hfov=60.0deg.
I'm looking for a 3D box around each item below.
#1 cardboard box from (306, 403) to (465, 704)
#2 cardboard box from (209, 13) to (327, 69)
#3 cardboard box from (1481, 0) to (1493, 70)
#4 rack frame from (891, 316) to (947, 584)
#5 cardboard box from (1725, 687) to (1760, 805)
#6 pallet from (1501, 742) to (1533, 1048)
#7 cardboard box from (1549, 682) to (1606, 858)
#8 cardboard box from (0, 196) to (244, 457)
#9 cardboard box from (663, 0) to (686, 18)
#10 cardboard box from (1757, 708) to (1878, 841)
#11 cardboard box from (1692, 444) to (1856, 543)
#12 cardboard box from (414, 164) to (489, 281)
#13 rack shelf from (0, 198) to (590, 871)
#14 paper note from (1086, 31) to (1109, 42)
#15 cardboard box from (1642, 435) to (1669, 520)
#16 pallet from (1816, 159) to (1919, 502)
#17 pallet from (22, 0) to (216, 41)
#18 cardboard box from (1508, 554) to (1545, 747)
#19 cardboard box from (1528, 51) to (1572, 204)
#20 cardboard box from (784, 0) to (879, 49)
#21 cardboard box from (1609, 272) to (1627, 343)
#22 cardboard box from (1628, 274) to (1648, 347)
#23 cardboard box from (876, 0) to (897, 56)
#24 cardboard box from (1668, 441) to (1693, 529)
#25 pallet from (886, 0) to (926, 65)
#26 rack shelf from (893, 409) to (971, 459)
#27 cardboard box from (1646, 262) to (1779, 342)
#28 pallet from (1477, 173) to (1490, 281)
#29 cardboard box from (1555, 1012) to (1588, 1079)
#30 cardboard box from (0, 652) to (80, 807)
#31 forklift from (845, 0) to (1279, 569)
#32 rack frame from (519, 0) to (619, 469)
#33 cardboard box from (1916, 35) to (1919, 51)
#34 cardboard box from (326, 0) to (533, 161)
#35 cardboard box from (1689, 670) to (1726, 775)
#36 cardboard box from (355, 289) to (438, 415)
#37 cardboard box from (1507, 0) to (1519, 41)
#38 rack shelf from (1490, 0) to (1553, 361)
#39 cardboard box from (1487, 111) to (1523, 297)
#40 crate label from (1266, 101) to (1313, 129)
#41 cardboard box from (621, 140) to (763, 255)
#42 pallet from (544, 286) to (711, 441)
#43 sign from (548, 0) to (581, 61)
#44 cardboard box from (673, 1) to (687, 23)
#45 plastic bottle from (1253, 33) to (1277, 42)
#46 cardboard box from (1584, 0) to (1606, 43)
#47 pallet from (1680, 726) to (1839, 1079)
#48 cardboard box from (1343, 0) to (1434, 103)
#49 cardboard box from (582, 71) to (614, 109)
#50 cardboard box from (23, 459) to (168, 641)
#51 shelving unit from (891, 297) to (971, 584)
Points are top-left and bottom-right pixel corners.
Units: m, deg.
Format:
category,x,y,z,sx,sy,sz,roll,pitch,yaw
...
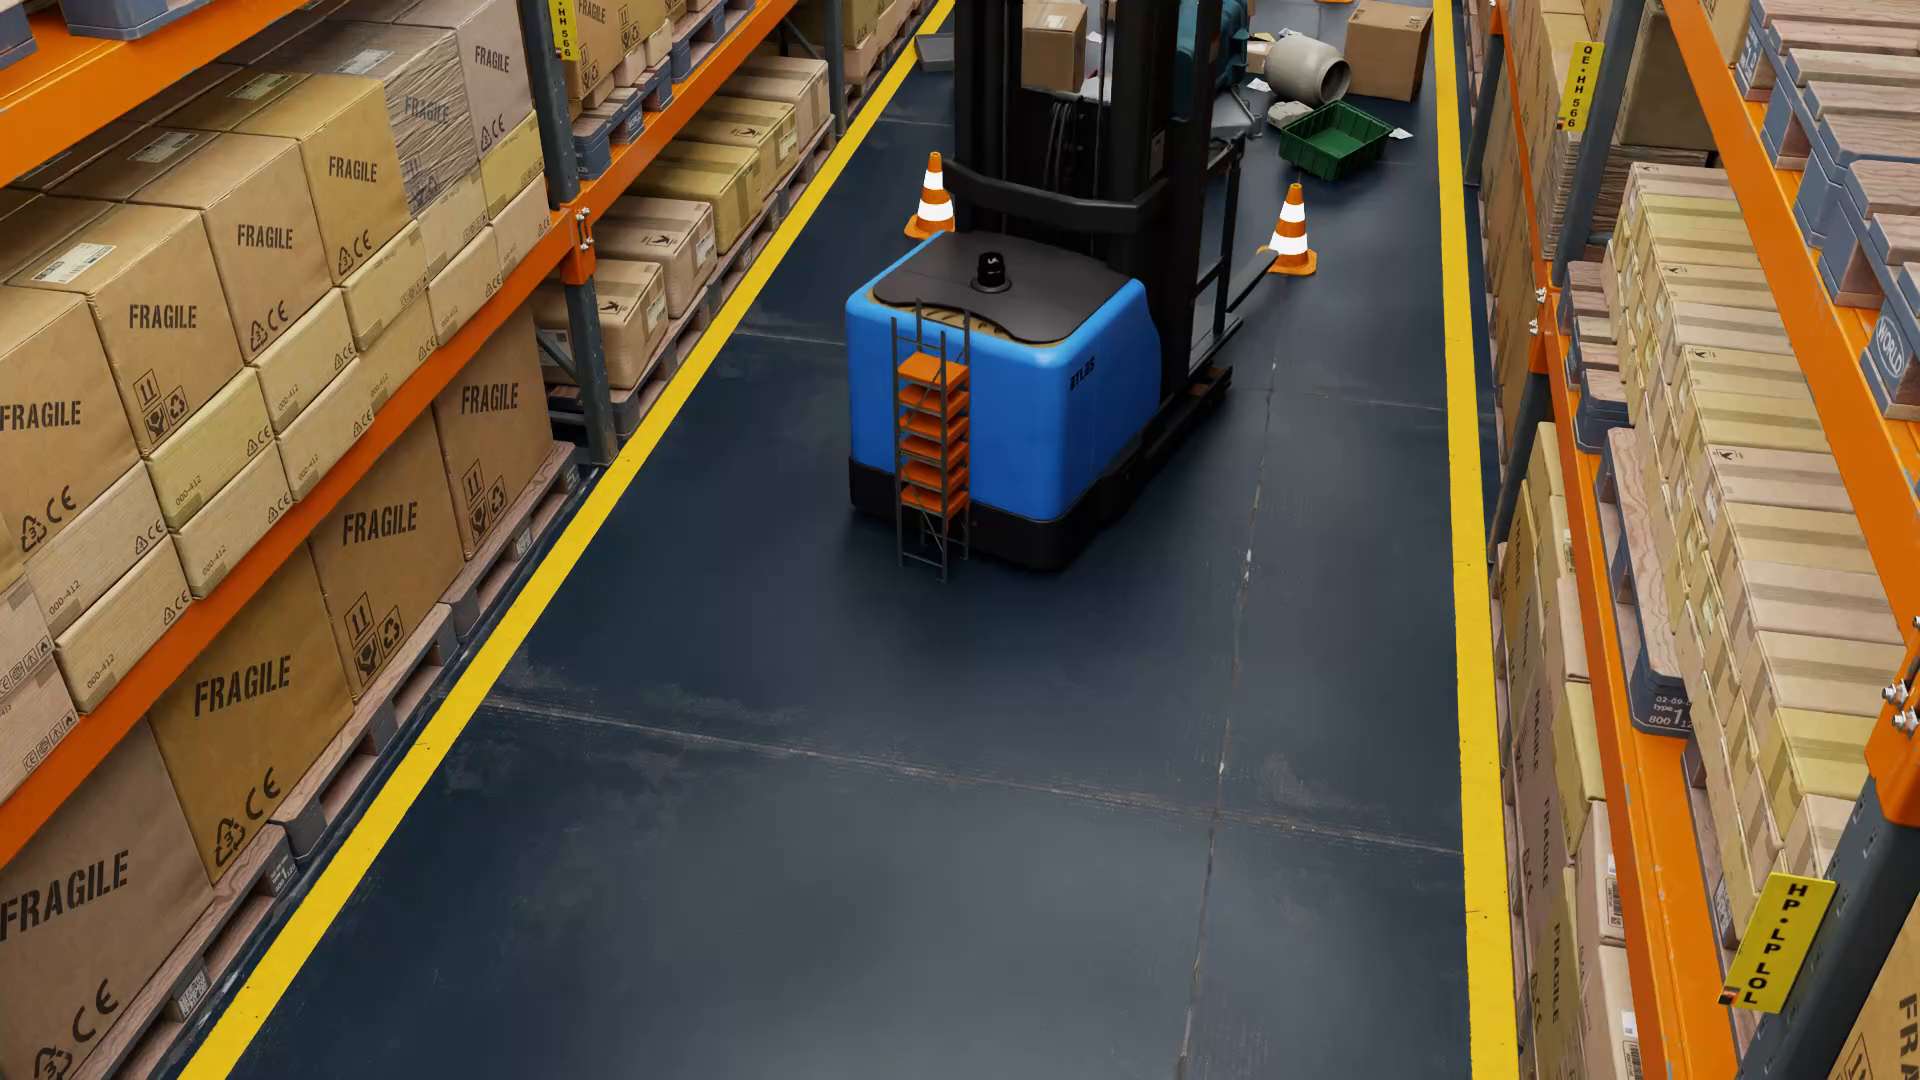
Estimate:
category,x,y,z,sx,sy,sz,roll,pitch,yaw
cardboard box,-2.524,-0.057,6.225,0.875,0.875,0.875,8,37,11
cardboard box,-2.542,-1.551,5.897,0.500,0.500,0.500,7,37,10
cardboard box,4.002,-3.553,11.049,0.875,0.875,0.875,8,37,10
rack frame,-0.159,-0.338,6.693,0.240,1.200,0.006,19,40,24
cardboard box,1.905,0.478,3.638,0.380,0.149,0.250,9,37,12
pallet,2.325,1.193,5.424,1.003,0.211,1.213,7,37,10
cardboard box,2.036,0.694,4.869,0.500,0.250,0.500,6,36,8
cardboard box,-2.389,-0.594,4.576,0.500,0.500,0.500,6,36,9
cardboard box,-1.567,-2.808,7.872,0.500,0.500,0.500,8,37,11
cardboard box,1.854,0.494,3.361,0.380,0.149,0.250,6,36,9
cardboard box,2.076,-0.099,4.179,0.380,0.149,0.250,6,36,8
cardboard box,-2.062,-1.181,6.025,0.500,0.250,0.500,6,36,9
rack shelf,-2.528,-0.206,5.591,1.077,0.370,4.000,7,37,10
paper note,1.023,-3.763,12.426,0.148,0.019,0.142,20,41,26
cardboard box,2.182,-0.158,4.768,0.380,0.149,0.250,8,37,11
pallet,2.138,-0.267,2.666,1.213,0.211,1.003,7,37,10
pallet,-2.423,-1.764,4.733,1.003,0.211,1.213,9,37,12
cardboard box,2.252,0.423,5.882,0.500,0.500,0.500,8,37,11
cardboard box,2.698,-1.699,6.953,0.500,0.500,0.500,7,37,10
cardboard box,-0.857,-3.601,11.009,0.500,0.500,0.500,9,37,12
cardboard box,2.406,-0.764,5.605,0.380,0.149,0.250,9,37,12
cardboard box,2.347,-0.709,5.274,0.380,0.149,0.250,6,36,9
cardboard box,-0.754,-3.605,11.653,0.500,0.250,0.500,9,37,13
cardboard box,2.130,-0.124,4.468,0.380,0.149,0.250,9,37,12
pallet,-0.879,-3.899,12.449,1.003,0.211,1.213,7,37,10
rack shelf,-0.113,-0.445,6.713,0.258,0.103,0.180,19,40,24
cardboard box,2.300,-0.703,5.013,0.380,0.149,0.250,6,36,8
pallet,3.520,-1.793,9.544,1.003,0.211,1.213,7,37,10
cardboard box,1.814,1.599,4.261,0.500,0.500,0.500,7,36,9
cardboard box,-2.603,0.491,4.144,0.500,0.250,0.500,6,36,9
forklift,0.686,-1.907,7.383,1.130,2.935,3.031,19,40,24
rack frame,-2.101,-1.643,6.961,1.000,3.000,0.127,7,37,10
cardboard box,2.360,-1.083,3.187,0.797,0.503,0.637,7,36,9
cardboard box,-1.956,-1.760,6.184,0.500,0.500,0.500,6,36,9
cardboard box,1.957,0.456,3.921,0.380,0.149,0.250,6,36,8
cardboard box,-2.172,-0.679,5.758,0.500,0.250,0.500,7,37,9
cardboard box,3.128,-2.857,8.551,0.500,0.500,0.500,8,37,10
rack shelf,3.184,-1.936,7.978,1.077,0.370,4.000,7,37,10
cardboard box,3.356,-1.713,8.617,1.050,0.750,0.750,7,37,10
crate label,2.188,-2.799,10.995,0.298,0.136,0.250,-17,39,-22
cardboard box,-1.653,-1.930,9.239,0.950,0.372,0.625,8,37,12
pallet,-1.933,-0.962,8.398,1.003,0.211,1.213,7,37,10
sign,-1.558,-2.045,6.528,0.100,0.325,0.005,7,37,10
cardboard box,-1.577,-2.654,8.211,0.380,0.149,0.250,9,37,12
plastic bottle,2.255,-3.659,12.247,0.133,0.061,0.283,-5,36,-6
cardboard box,3.076,-2.367,7.022,0.700,0.500,0.500,7,36,9
pallet,2.207,0.870,3.657,1.003,0.211,1.213,7,37,10
cardboard box,2.940,-3.382,11.488,0.500,0.500,0.500,14,38,18
cardboard box,-1.757,-2.033,7.355,0.380,0.149,0.250,5,36,7
cardboard box,-2.502,-0.011,4.411,0.500,0.250,0.500,8,37,11
shelving unit,-0.113,-0.384,6.757,0.258,1.200,0.189,19,40,24
